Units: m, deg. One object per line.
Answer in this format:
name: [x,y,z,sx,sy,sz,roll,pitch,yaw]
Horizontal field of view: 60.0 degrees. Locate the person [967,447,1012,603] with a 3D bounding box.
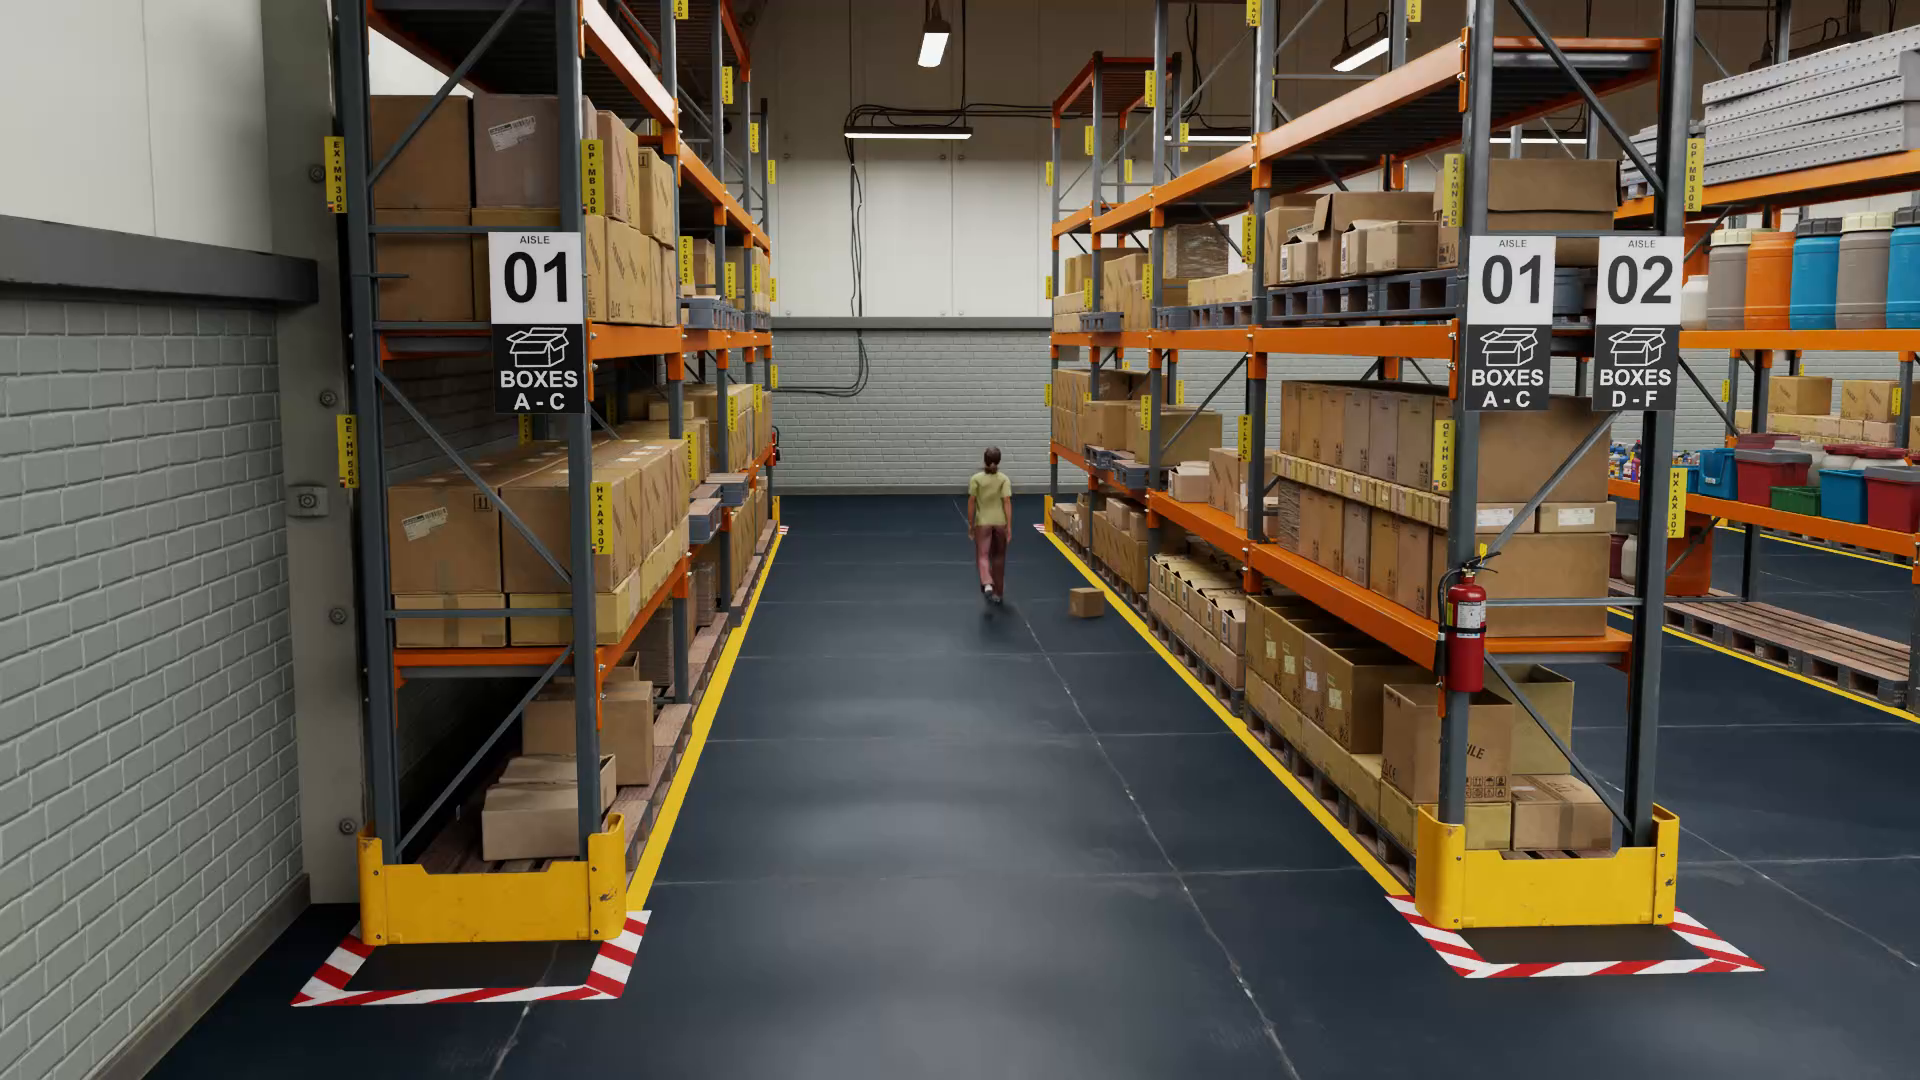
person: [0.302,-0.135,16.922,0.451,1.619,0.961,0,7,-1]
